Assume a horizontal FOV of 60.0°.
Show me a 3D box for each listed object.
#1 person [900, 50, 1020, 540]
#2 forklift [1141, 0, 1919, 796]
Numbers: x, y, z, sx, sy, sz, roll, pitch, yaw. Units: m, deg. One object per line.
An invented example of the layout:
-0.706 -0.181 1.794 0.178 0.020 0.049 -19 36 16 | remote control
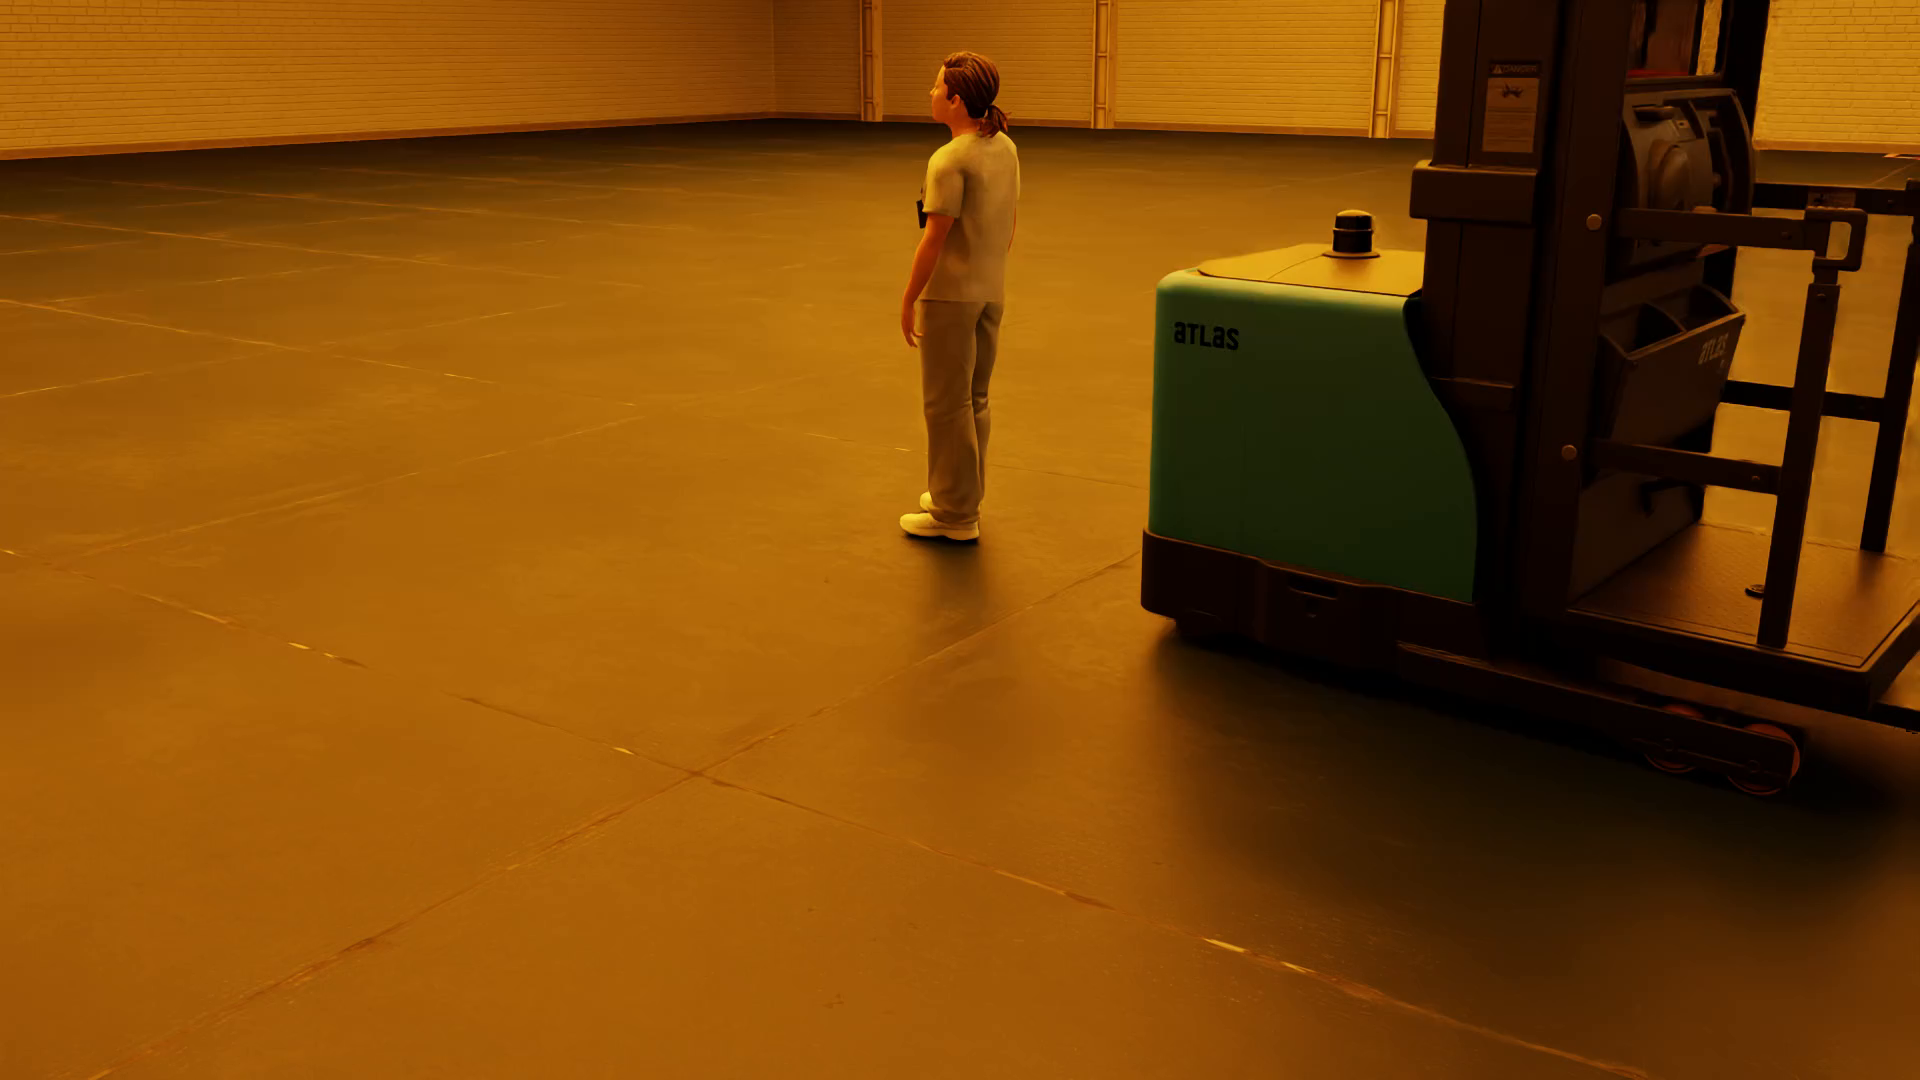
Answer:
-0.053 -0.824 5.757 0.549 1.674 0.550 11 20 33 | person
2.002 -0.971 4.080 3.031 2.935 1.130 13 21 38 | forklift
